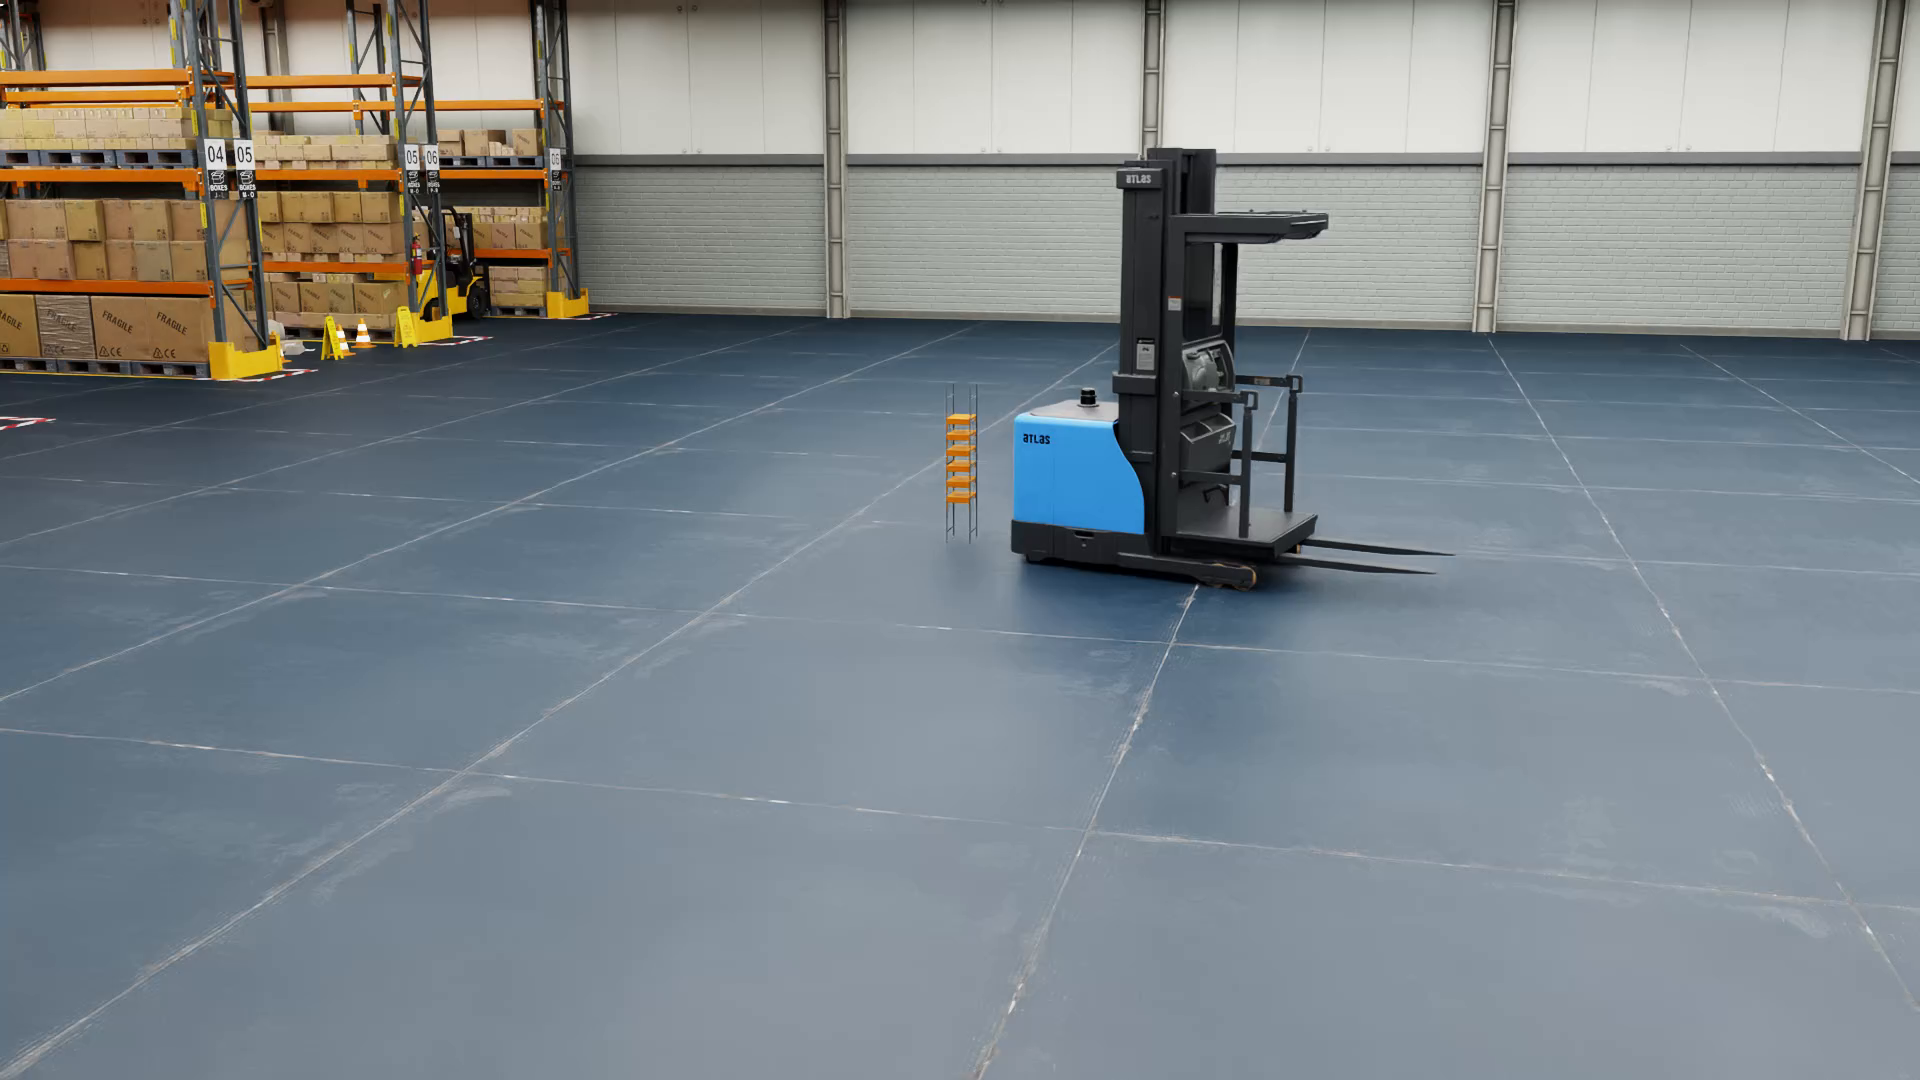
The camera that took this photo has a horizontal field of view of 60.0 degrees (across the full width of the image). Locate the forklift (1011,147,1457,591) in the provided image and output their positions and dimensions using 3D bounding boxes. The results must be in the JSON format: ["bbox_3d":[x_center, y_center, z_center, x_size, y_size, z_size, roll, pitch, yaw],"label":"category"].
[{"bbox_3d":[1.917,-1.217,11.546,3.031,2.935,1.130,7,14,28],"label":"forklift"}]

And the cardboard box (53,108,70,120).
[{"bbox_3d":[-12.132,-5.809,22.696,0.250,0.149,0.380,3,13,13],"label":"cardboard box"}]

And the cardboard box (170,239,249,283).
[{"bbox_3d":[-10.368,-3.869,22.991,0.550,0.550,0.875,3,13,14],"label":"cardboard box"}]

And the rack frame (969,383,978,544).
[{"bbox_3d":[0.103,-0.580,12.671,0.006,1.200,0.240,3,13,14],"label":"rack frame"}]

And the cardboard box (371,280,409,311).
[{"bbox_3d":[-9.650,-4.162,28.306,0.500,0.500,0.500,3,13,12],"label":"cardboard box"}]

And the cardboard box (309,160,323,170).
[{"bbox_3d":[-10.559,-6.206,27.526,0.250,0.149,0.380,3,13,12],"label":"cardboard box"}]

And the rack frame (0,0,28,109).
[{"bbox_3d":[-16.676,-8.176,28.901,0.127,3.000,1.000,3,13,14],"label":"rack frame"}]

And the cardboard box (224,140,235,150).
[{"bbox_3d":[-10.253,-5.466,22.994,0.250,0.149,0.380,3,13,14],"label":"cardboard box"}]

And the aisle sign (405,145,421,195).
[{"bbox_3d":[-8.919,-6.037,27.108,0.004,0.787,0.394,3,13,14],"label":"aisle sign"}]

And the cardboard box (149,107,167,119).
[{"bbox_3d":[-10.648,-5.730,22.340,0.250,0.149,0.380,3,13,14],"label":"cardboard box"}]

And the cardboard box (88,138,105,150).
[{"bbox_3d":[-11.635,-5.393,22.664,0.250,0.149,0.380,3,13,14],"label":"cardboard box"}]

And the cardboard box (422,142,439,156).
[{"bbox_3d":[-10.239,-7.595,32.319,0.258,0.266,0.396,3,13,12],"label":"cardboard box"}]

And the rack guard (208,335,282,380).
[{"bbox_3d":[-9.974,-2.564,23.229,0.348,0.500,1.175,3,13,14],"label":"rack guard"}]

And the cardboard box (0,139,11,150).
[{"bbox_3d":[-13.115,-5.472,23.020,0.250,0.149,0.380,3,13,13],"label":"cardboard box"}]

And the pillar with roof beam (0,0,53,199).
[{"bbox_3d":[-20.866,-8.748,31.479,0.548,9.000,9.100,3,13,14],"label":"pillar with roof beam"}]

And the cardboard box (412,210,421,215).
[{"bbox_3d":[-10.618,-6.474,32.667,0.250,0.149,0.380,3,13,15],"label":"cardboard box"}]

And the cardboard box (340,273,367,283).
[{"bbox_3d":[-10.122,-4.369,27.743,0.250,0.149,0.380,3,13,15],"label":"cardboard box"}]

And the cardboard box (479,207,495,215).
[{"bbox_3d":[-9.133,-6.394,32.304,0.250,0.149,0.380,3,13,15],"label":"cardboard box"}]

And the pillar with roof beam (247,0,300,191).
[{"bbox_3d":[-15.040,-8.436,30.075,0.548,9.000,9.100,3,13,14],"label":"pillar with roof beam"}]

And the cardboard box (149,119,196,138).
[{"bbox_3d":[-10.539,-5.543,22.416,0.500,0.250,0.500,3,13,14],"label":"cardboard box"}]

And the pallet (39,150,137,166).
[{"bbox_3d":[-11.908,-5.306,23.096,1.213,0.211,1.003,3,13,14],"label":"pallet"}]

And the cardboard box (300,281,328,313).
[{"bbox_3d":[-10.745,-4.101,28.034,0.500,0.500,0.500,3,13,12],"label":"cardboard box"}]

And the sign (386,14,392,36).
[{"bbox_3d":[-9.062,-8.178,26.390,0.005,0.325,0.100,3,13,14],"label":"sign"}]

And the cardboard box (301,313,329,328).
[{"bbox_3d":[-10.769,-3.734,28.111,0.500,0.250,0.500,3,13,12],"label":"cardboard box"}]

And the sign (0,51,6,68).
[{"bbox_3d":[-19.522,-9.809,33.922,0.005,0.325,0.100,3,13,14],"label":"sign"}]

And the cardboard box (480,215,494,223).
[{"bbox_3d":[-9.128,-6.253,32.356,0.250,0.149,0.380,3,13,12],"label":"cardboard box"}]

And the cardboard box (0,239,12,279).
[{"bbox_3d":[-13.520,-4.050,23.808,0.550,0.550,0.875,3,13,14],"label":"cardboard box"}]

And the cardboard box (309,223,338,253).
[{"bbox_3d":[-10.472,-5.050,27.744,0.500,0.500,0.500,3,13,13],"label":"cardboard box"}]

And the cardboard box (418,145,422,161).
[{"bbox_3d":[-9.334,-6.450,27.709,0.500,0.250,0.500,3,13,13],"label":"cardboard box"}]

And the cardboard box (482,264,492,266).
[{"bbox_3d":[-9.610,-5.373,33.188,0.500,0.250,0.500,3,13,12],"label":"cardboard box"}]

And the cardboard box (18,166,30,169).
[{"bbox_3d":[-16.163,-6.580,28.946,0.258,0.266,0.396,3,13,14],"label":"cardboard box"}]

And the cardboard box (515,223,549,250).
[{"bbox_3d":[-8.264,-5.895,32.240,0.500,0.500,0.500,3,13,12],"label":"cardboard box"}]

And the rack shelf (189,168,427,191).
[{"bbox_3d":[-10.851,-6.049,27.900,4.000,0.370,1.077,3,13,14],"label":"rack shelf"}]

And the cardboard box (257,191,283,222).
[{"bbox_3d":[-11.446,-5.590,27.872,0.500,0.500,0.700,3,13,12],"label":"cardboard box"}]

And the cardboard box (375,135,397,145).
[{"bbox_3d":[-9.309,-6.518,27.094,0.250,0.149,0.380,3,13,14],"label":"cardboard box"}]

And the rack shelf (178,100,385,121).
[{"bbox_3d":[-13.549,-8.570,33.260,4.000,0.370,1.077,3,13,14],"label":"rack shelf"}]

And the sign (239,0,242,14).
[{"bbox_3d":[-9.858,-7.364,22.720,0.005,0.325,0.100,3,13,14],"label":"sign"}]

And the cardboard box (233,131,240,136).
[{"bbox_3d":[-14.332,-7.964,33.440,0.500,0.500,0.700,3,13,12],"label":"cardboard box"}]

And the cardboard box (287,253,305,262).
[{"bbox_3d":[-11.073,-4.757,27.924,0.250,0.149,0.380,3,13,13],"label":"cardboard box"}]

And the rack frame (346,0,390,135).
[{"bbox_3d":[-11.607,-9.012,32.671,0.127,3.000,1.000,3,13,14],"label":"rack frame"}]

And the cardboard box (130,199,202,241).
[{"bbox_3d":[-10.904,-4.423,22.995,0.550,0.550,0.875,3,13,14],"label":"cardboard box"}]

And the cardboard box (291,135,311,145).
[{"bbox_3d":[-10.805,-6.591,27.421,0.250,0.149,0.380,3,13,15],"label":"cardboard box"}]

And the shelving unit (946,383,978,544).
[{"bbox_3d":[0.014,-0.585,12.693,0.189,1.200,0.258,3,13,14],"label":"shelving unit"}]

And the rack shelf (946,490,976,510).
[{"bbox_3d":[0.014,-0.307,12.754,0.180,0.103,0.258,3,13,14],"label":"rack shelf"}]

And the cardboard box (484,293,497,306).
[{"bbox_3d":[-9.220,-4.752,32.698,0.500,0.250,0.500,3,13,14],"label":"cardboard box"}]

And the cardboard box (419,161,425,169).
[{"bbox_3d":[-9.154,-6.259,27.767,0.250,0.149,0.380,3,13,14],"label":"cardboard box"}]

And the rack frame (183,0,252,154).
[{"bbox_3d":[-9.997,-6.714,22.314,0.127,3.000,1.000,3,13,14],"label":"rack frame"}]

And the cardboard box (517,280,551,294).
[{"bbox_3d":[-8.271,-4.942,32.401,0.500,0.250,0.500,3,13,13],"label":"cardboard box"}]

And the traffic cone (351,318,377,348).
[{"bbox_3d":[-9.636,-3.344,26.832,0.334,0.463,0.336,3,13,14],"label":"traffic cone"}]

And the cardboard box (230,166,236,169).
[{"bbox_3d":[-12.041,-6.298,27.944,0.250,0.149,0.380,3,13,14],"label":"cardboard box"}]

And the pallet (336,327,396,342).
[{"bbox_3d":[-9.763,-3.524,28.223,1.213,0.211,1.003,3,13,14],"label":"pallet"}]

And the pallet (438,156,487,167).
[{"bbox_3d":[-9.592,-7.402,32.543,1.213,0.211,1.003,3,13,14],"label":"pallet"}]

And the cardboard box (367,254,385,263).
[{"bbox_3d":[-9.596,-4.673,27.545,0.250,0.149,0.380,3,13,13],"label":"cardboard box"}]
